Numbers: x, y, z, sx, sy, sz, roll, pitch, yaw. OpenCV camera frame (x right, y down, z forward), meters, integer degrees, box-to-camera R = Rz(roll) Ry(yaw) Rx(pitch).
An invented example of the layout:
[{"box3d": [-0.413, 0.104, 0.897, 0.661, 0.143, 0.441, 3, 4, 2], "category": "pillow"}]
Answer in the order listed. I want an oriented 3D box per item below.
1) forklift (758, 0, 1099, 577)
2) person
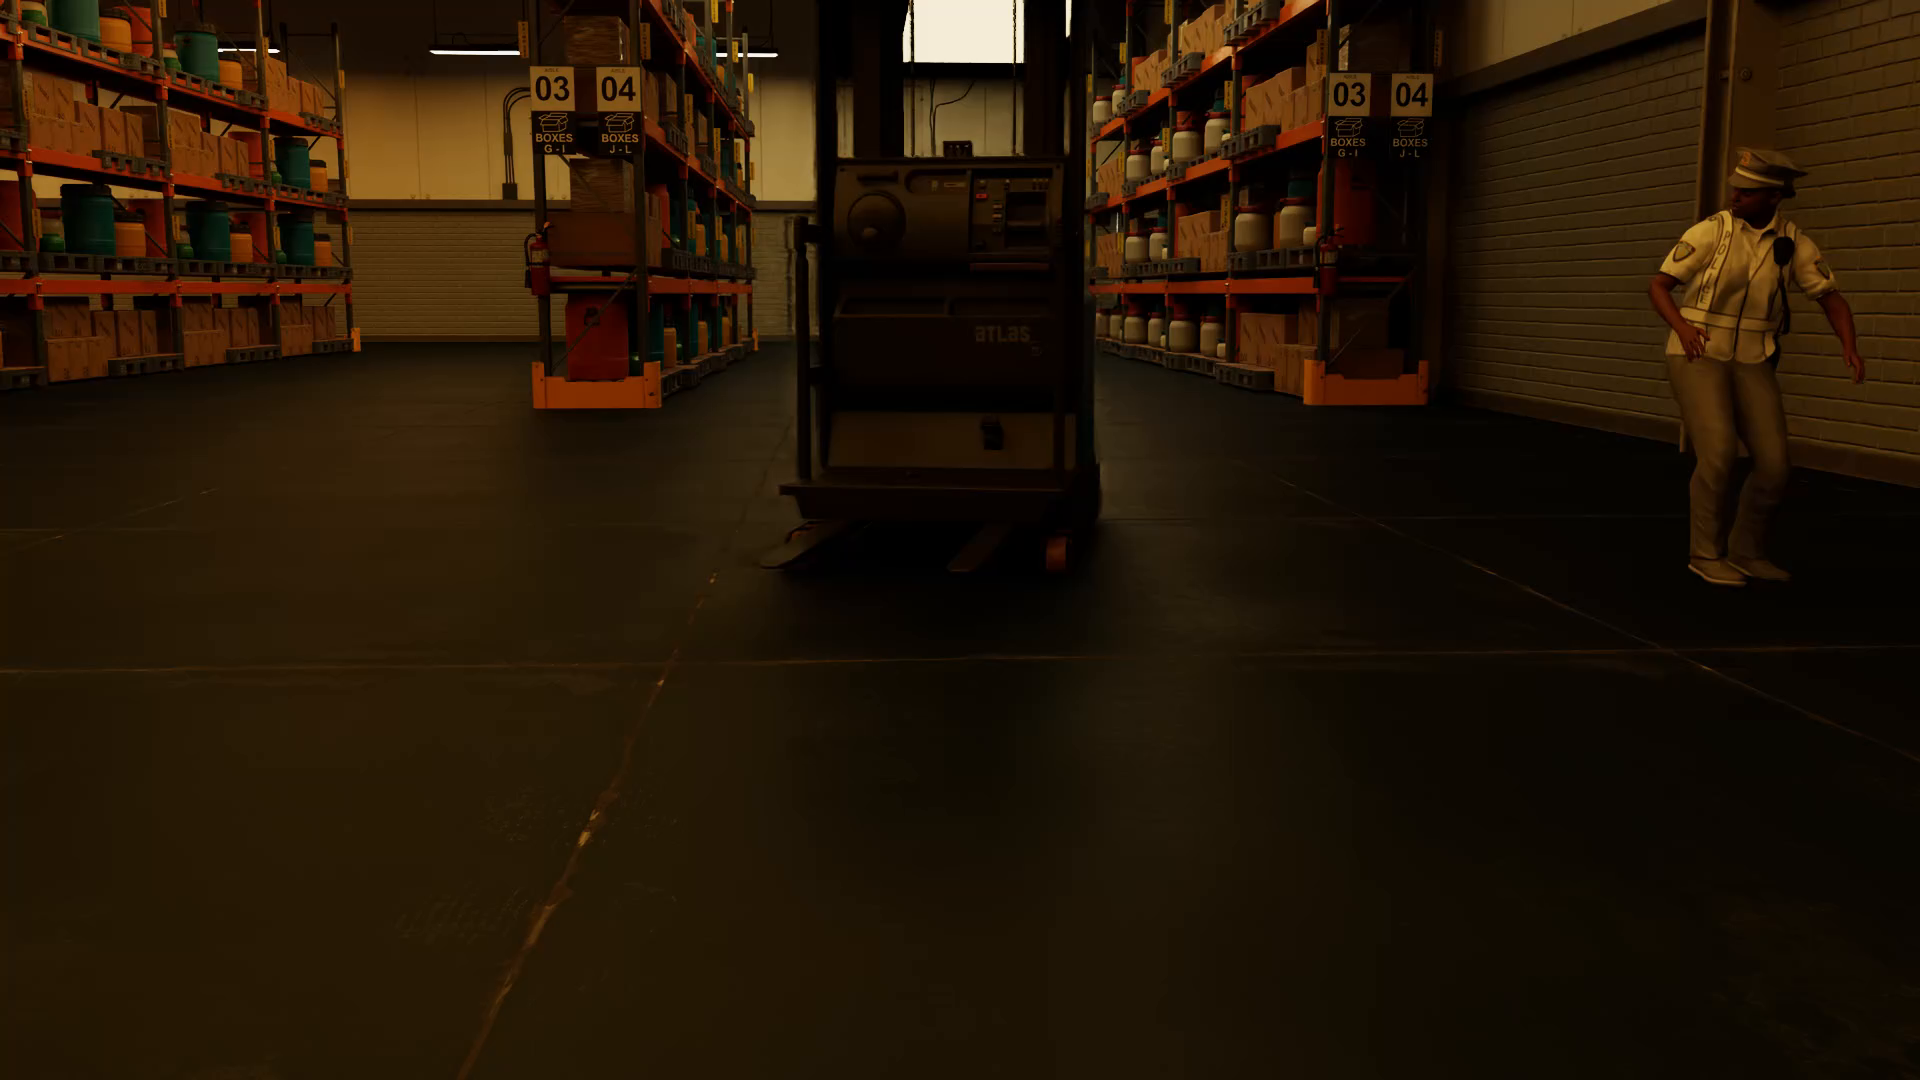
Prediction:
[{"box3d": [-0.077, -1.360, 6.488, 1.130, 2.935, 3.031, 1, 9, 8], "category": "forklift"}, {"box3d": [2.939, -0.630, 6.193, 0.691, 1.630, 0.577, 0, 8, 1], "category": "person"}]
